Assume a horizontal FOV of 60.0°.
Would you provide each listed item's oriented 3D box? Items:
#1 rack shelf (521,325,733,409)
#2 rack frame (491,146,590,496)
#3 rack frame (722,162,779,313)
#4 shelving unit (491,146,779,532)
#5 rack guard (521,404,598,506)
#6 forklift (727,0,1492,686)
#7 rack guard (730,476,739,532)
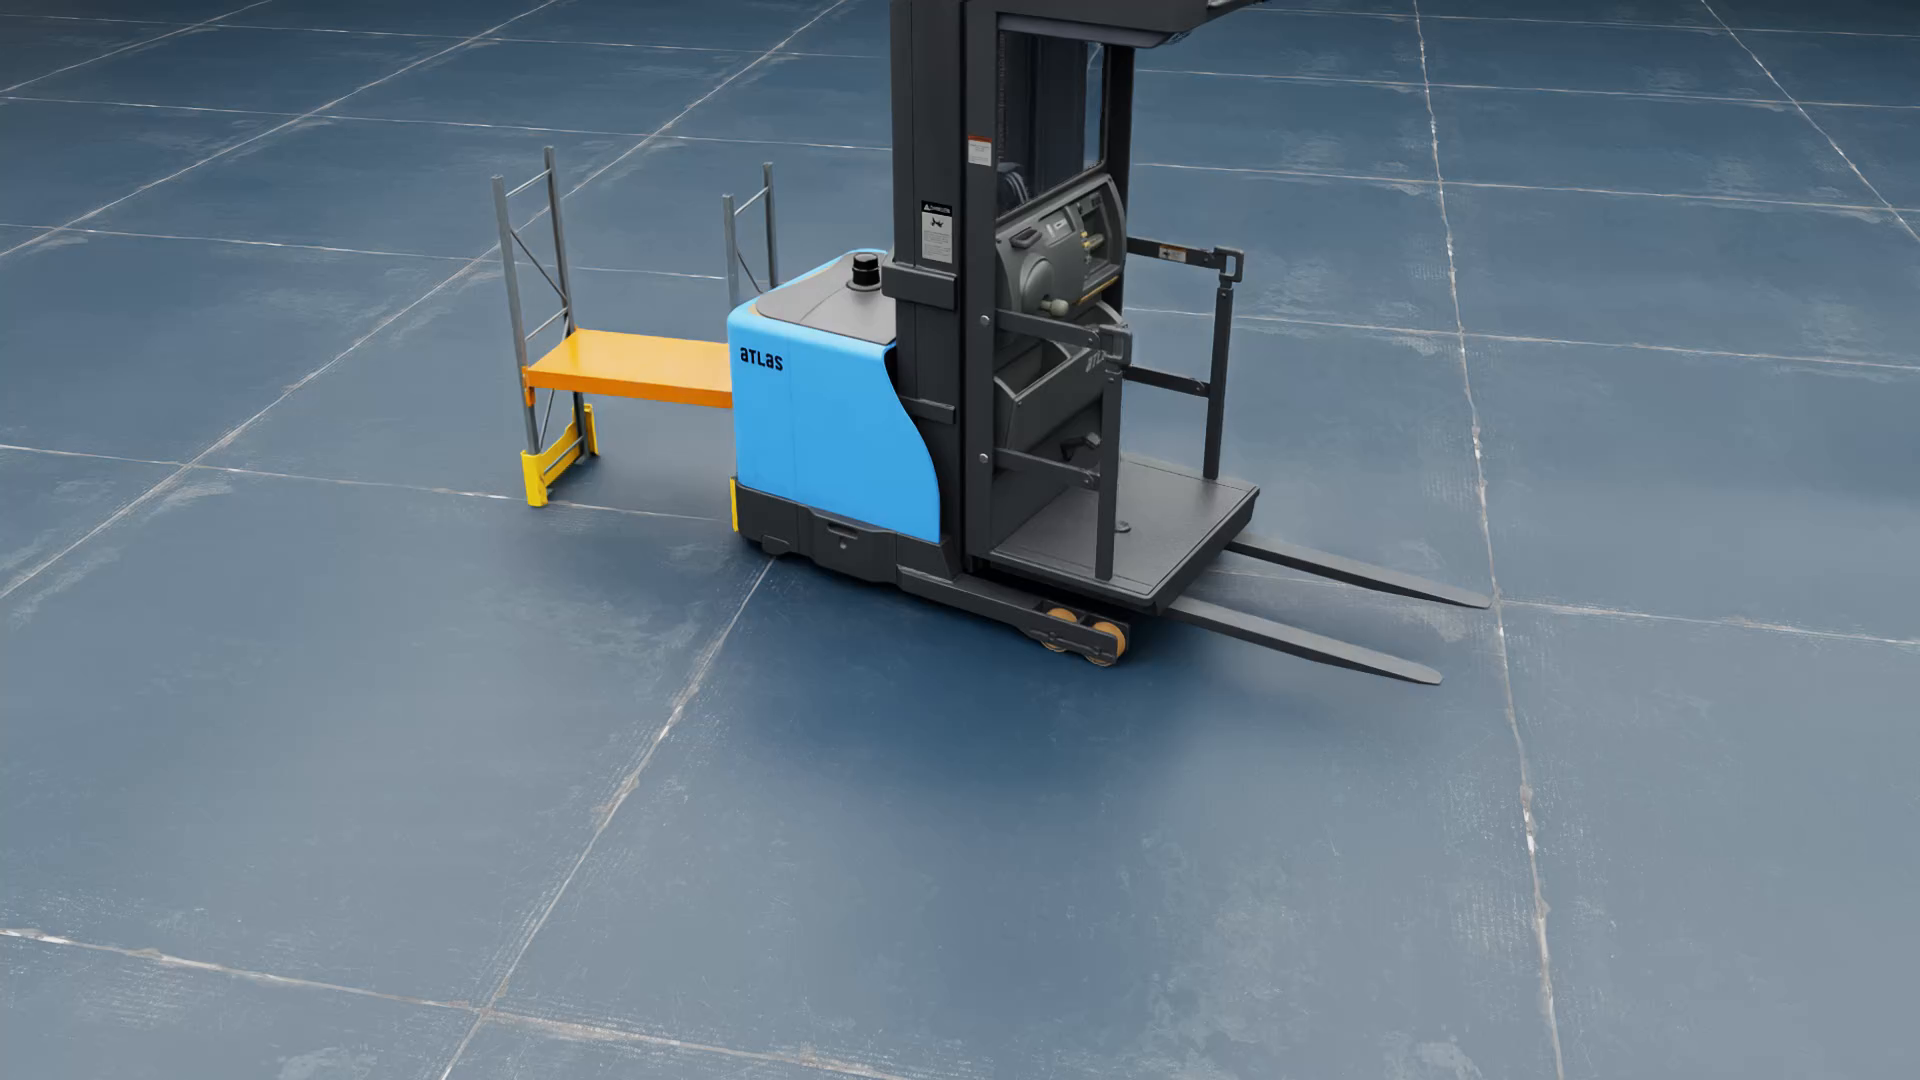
[{"bbox_3d":[-1.364,-0.731,7.399,1.000,0.185,0.538,7,30,13],"label":"rack shelf"},{"bbox_3d":[-1.855,-0.951,7.425,0.032,1.500,0.500,7,30,13],"label":"rack frame"},{"bbox_3d":[-0.872,-0.827,7.200,0.032,1.500,0.500,7,30,13],"label":"rack frame"},{"bbox_3d":[-1.372,-0.890,7.314,1.083,1.500,0.587,7,30,13],"label":"shelving unit"},{"bbox_3d":[-1.854,-0.402,7.725,0.087,0.250,0.587,7,30,13],"label":"rack guard"},{"bbox_3d":[0.568,-1.095,6.198,3.031,2.935,1.130,16,33,27],"label":"forklift"},{"bbox_3d":[-0.891,-0.282,7.504,0.087,0.250,0.587,7,30,13],"label":"rack guard"}]
